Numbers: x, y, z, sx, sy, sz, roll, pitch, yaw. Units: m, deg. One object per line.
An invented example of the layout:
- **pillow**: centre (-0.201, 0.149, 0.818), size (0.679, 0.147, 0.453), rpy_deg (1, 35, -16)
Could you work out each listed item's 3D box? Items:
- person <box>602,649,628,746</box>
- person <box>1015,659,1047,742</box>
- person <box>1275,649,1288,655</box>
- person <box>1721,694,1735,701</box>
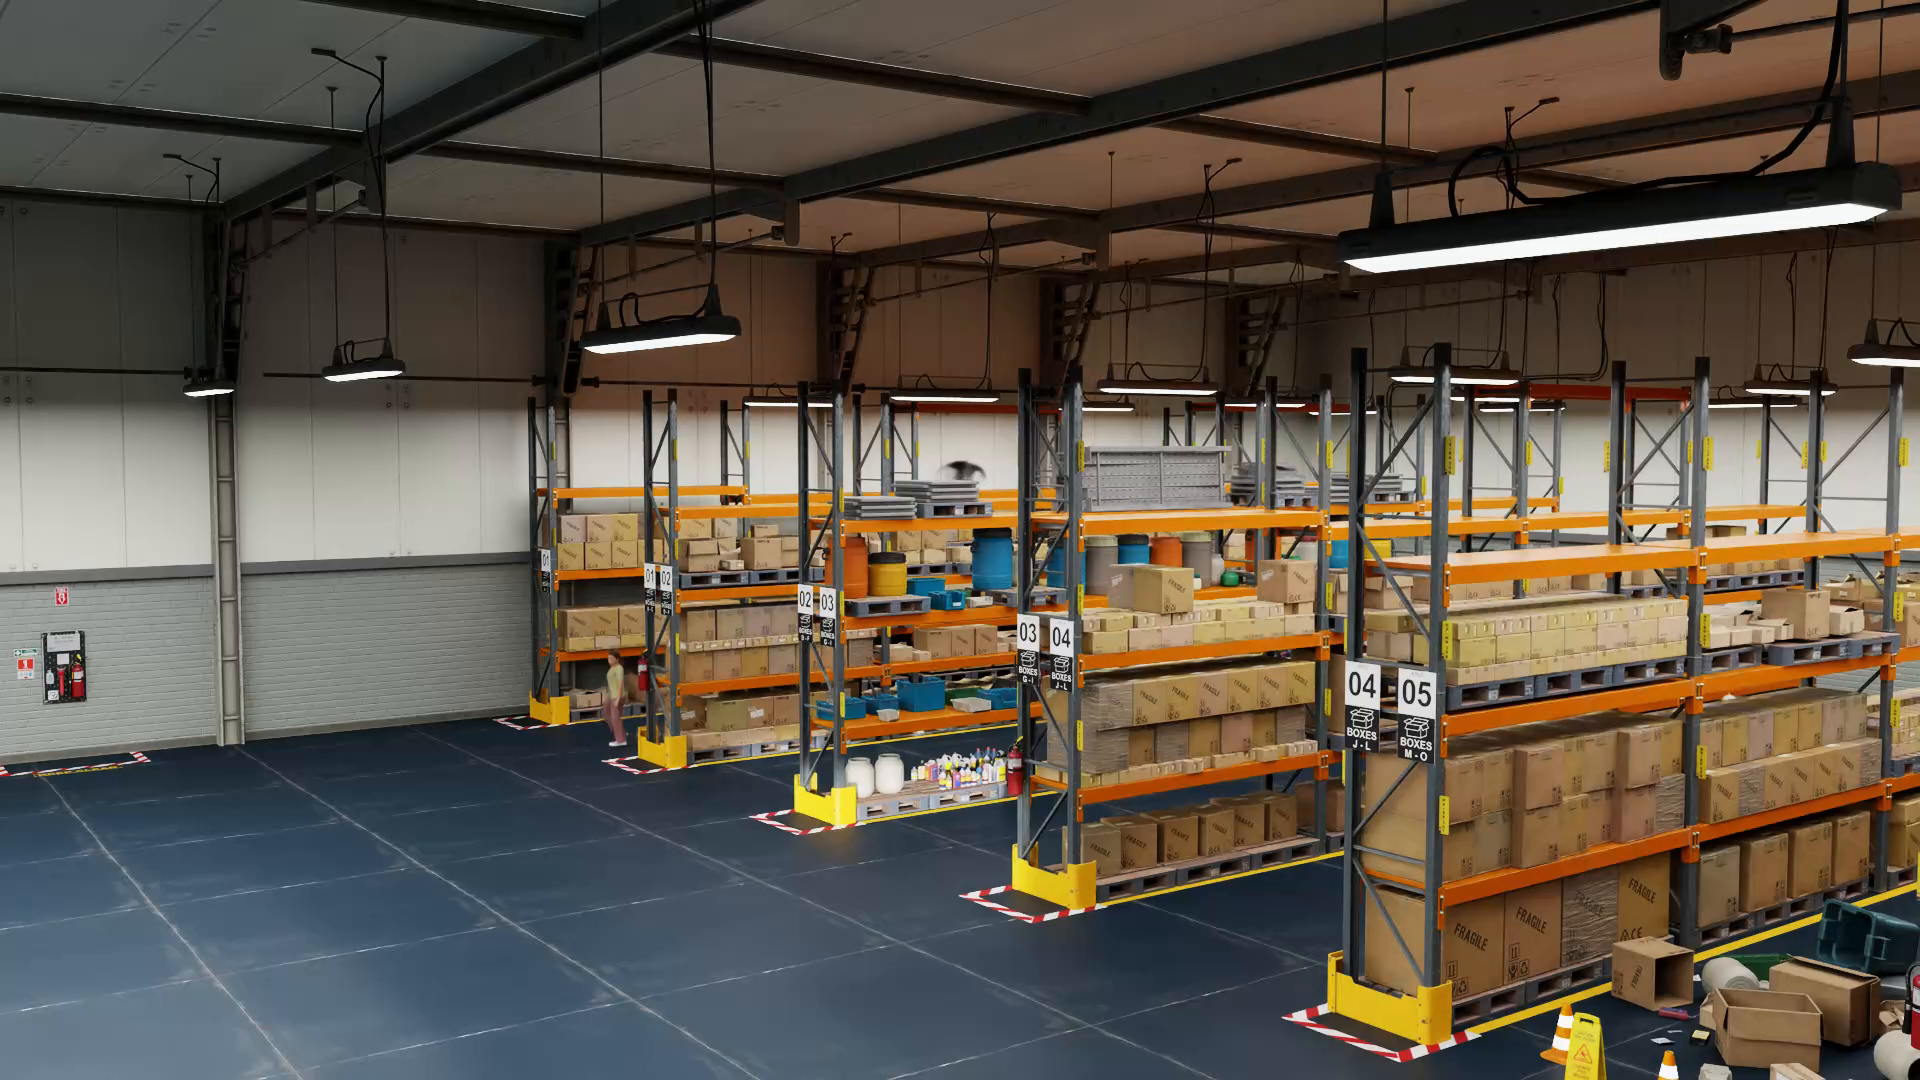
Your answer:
- **person**: centre (-5.800, 2.655, 28.041), size (0.425, 1.655, 0.576), rpy_deg (-2, 4, -27)
- **person**: centre (1.365, 2.791, 28.676), size (0.995, 1.355, 0.610), rpy_deg (-2, 4, -32)
- **person**: centre (5.958, 2.504, 30.664), size (0.700, 1.710, 0.650), rpy_deg (-2, 4, -34)
- **person**: centre (10.679, 2.955, 22.975), size (0.669, 1.700, 0.656), rpy_deg (-1, 4, -16)
